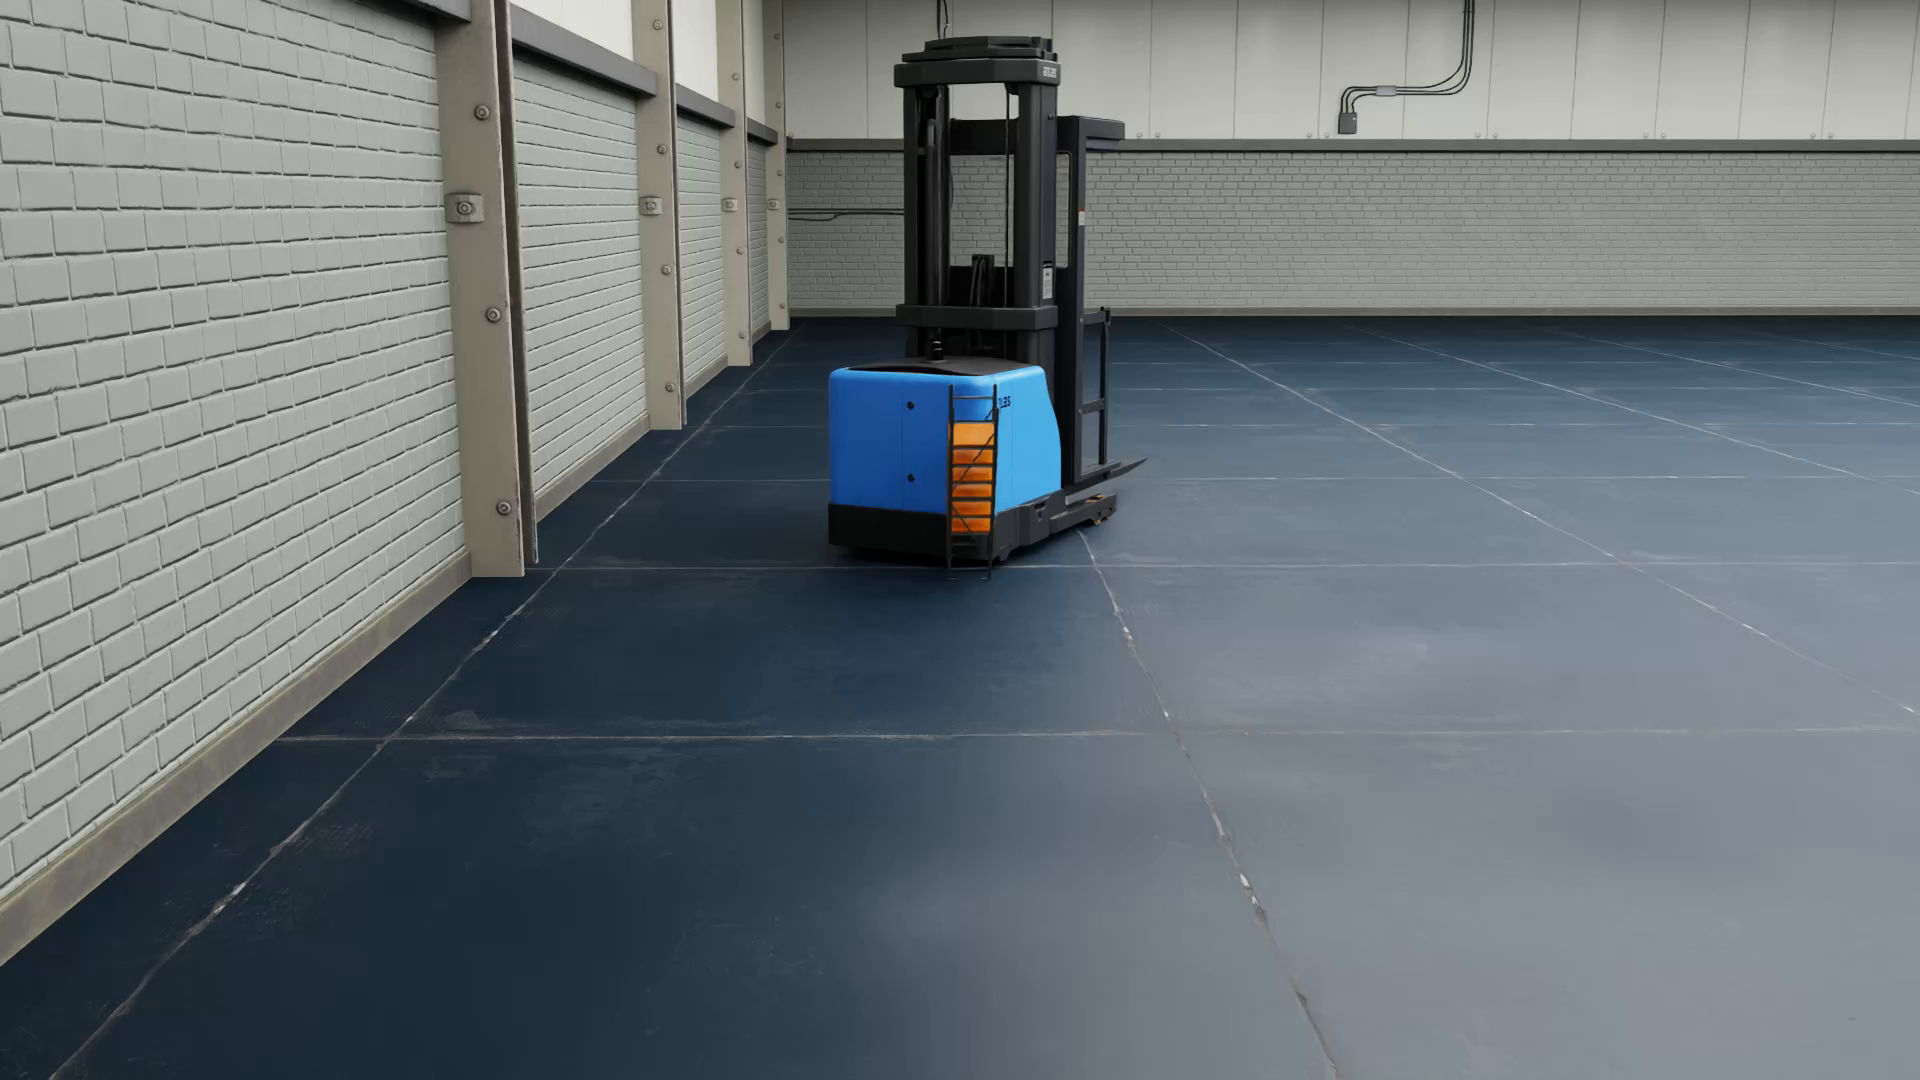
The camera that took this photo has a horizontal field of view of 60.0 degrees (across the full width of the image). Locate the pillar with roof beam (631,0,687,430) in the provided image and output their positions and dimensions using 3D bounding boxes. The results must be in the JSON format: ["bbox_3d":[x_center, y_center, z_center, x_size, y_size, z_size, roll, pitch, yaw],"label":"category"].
[{"bbox_3d":[1.633,-5.459,14.332,9.100,9.000,0.400,0,11,-1],"label":"pillar with roof beam"}]

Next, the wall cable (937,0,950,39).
[{"bbox_3d":[1.047,-9.382,28.777,3.097,2.526,0.112,0,11,-1],"label":"wall cable"}]

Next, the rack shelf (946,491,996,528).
[{"bbox_3d":[0.055,-0.162,8.749,0.258,0.103,0.180,0,44,-2],"label":"rack shelf"}]

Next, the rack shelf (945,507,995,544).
[{"bbox_3d":[0.053,-0.077,8.833,0.258,0.103,0.180,0,44,-2],"label":"rack shelf"}]

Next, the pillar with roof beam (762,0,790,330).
[{"bbox_3d":[1.385,-7.844,26.090,9.100,9.000,0.400,0,11,-1],"label":"pillar with roof beam"}]

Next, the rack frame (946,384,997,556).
[{"bbox_3d":[0.055,-0.344,8.700,0.240,1.200,0.006,0,44,-2],"label":"rack frame"}]

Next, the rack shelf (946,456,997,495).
[{"bbox_3d":[0.059,-0.334,8.581,0.258,0.103,0.180,0,44,-2],"label":"rack shelf"}]

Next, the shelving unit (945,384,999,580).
[{"bbox_3d":[0.058,-0.280,8.634,0.258,1.200,0.189,0,44,-2],"label":"shelving unit"}]

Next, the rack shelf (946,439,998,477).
[{"bbox_3d":[0.062,-0.420,8.497,0.258,0.103,0.180,0,44,-2],"label":"rack shelf"}]

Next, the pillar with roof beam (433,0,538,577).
[{"bbox_3d":[1.757,-4.266,8.453,9.100,9.000,0.400,0,11,-1],"label":"pillar with roof beam"}]

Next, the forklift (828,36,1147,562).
[{"bbox_3d":[0.354,-1.565,10.401,1.130,2.935,3.031,6,13,26],"label":"forklift"}]

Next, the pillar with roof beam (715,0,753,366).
[{"bbox_3d":[1.509,-6.651,20.211,9.100,9.000,0.400,0,11,-1],"label":"pillar with roof beam"}]

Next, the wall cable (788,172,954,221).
[{"bbox_3d":[-1.658,-6.895,29.225,3.097,2.526,0.112,0,11,-1],"label":"wall cable"}]

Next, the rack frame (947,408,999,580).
[{"bbox_3d":[0.061,-0.216,8.569,0.240,1.200,0.006,0,44,-2],"label":"rack frame"}]

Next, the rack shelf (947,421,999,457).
[{"bbox_3d":[0.064,-0.505,8.413,0.258,0.103,0.180,0,44,-2],"label":"rack shelf"}]

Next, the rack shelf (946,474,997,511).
[{"bbox_3d":[0.057,-0.248,8.665,0.258,0.103,0.180,0,44,-2],"label":"rack shelf"}]

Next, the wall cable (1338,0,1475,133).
[{"bbox_3d":[7.834,-10.120,28.755,2.305,6.003,0.169,0,11,-1],"label":"wall cable"}]
